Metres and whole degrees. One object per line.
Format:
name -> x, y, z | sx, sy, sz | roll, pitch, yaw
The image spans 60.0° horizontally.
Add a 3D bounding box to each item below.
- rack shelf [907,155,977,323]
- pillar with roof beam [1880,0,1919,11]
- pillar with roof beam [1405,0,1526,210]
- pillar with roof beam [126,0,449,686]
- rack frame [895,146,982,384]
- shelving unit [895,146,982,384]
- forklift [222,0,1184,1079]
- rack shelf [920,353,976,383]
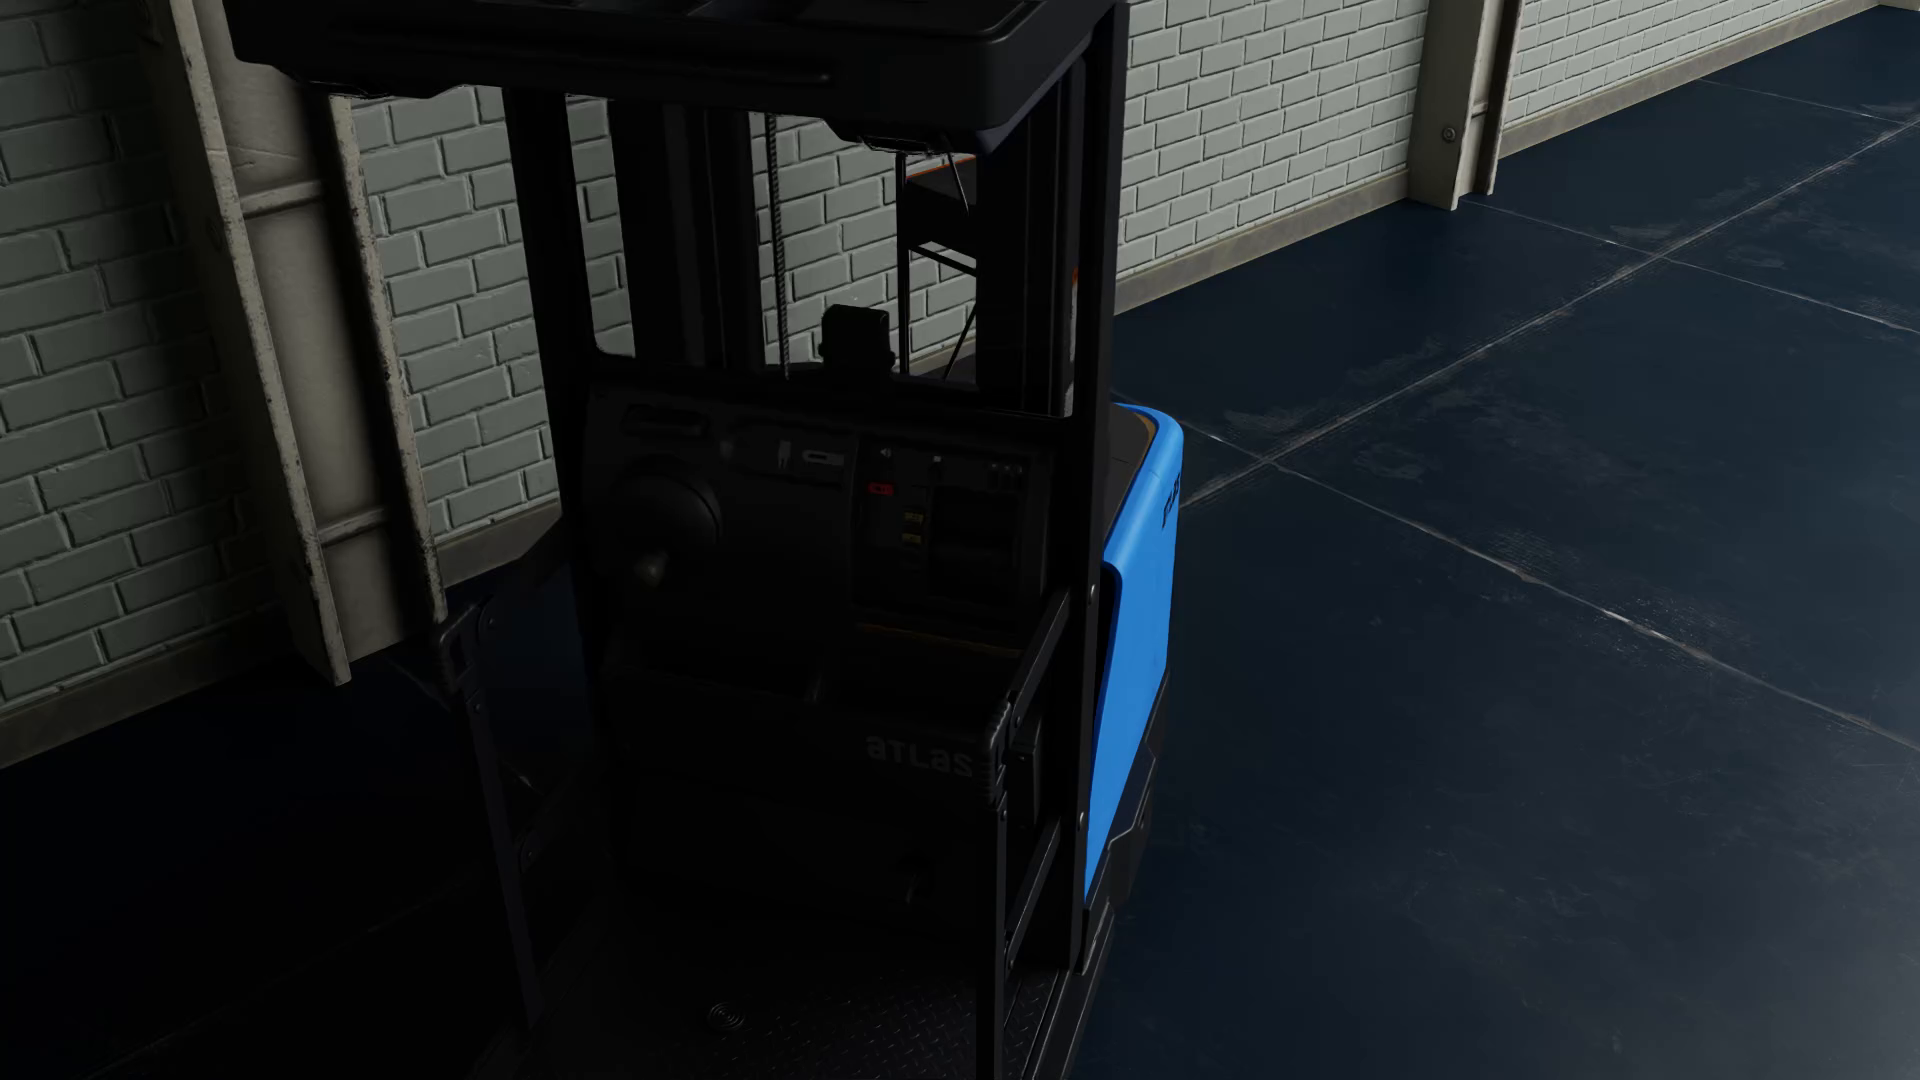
rack shelf -> 0.121, -0.943, 5.305 | 0.480, 0.518, 0.431 | -26, 40, -35
pillar with roof beam -> 9.877, -6.133, 7.154 | 0.400, 9.000, 9.100 | -26, 40, -35
pillar with roof beam -> 5.478, -4.005, 3.674 | 0.400, 9.000, 9.100 | -26, 40, -35
pillar with roof beam -> 1.078, -1.877, 0.193 | 0.400, 9.000, 9.100 | -26, 40, -35
rack frame -> -0.058, -0.868, 5.157 | 0.015, 2.100, 0.400 | -26, 40, -35
shelving unit -> 0.121, -0.955, 5.298 | 0.503, 2.100, 0.431 | -26, 40, -35
forklift -> -0.341, -0.007, 2.951 | 1.130, 2.935, 3.031 | 9, 33, 15
rack shelf -> 0.121, -0.346, 5.671 | 0.480, 0.518, 0.431 | -26, 40, -35
